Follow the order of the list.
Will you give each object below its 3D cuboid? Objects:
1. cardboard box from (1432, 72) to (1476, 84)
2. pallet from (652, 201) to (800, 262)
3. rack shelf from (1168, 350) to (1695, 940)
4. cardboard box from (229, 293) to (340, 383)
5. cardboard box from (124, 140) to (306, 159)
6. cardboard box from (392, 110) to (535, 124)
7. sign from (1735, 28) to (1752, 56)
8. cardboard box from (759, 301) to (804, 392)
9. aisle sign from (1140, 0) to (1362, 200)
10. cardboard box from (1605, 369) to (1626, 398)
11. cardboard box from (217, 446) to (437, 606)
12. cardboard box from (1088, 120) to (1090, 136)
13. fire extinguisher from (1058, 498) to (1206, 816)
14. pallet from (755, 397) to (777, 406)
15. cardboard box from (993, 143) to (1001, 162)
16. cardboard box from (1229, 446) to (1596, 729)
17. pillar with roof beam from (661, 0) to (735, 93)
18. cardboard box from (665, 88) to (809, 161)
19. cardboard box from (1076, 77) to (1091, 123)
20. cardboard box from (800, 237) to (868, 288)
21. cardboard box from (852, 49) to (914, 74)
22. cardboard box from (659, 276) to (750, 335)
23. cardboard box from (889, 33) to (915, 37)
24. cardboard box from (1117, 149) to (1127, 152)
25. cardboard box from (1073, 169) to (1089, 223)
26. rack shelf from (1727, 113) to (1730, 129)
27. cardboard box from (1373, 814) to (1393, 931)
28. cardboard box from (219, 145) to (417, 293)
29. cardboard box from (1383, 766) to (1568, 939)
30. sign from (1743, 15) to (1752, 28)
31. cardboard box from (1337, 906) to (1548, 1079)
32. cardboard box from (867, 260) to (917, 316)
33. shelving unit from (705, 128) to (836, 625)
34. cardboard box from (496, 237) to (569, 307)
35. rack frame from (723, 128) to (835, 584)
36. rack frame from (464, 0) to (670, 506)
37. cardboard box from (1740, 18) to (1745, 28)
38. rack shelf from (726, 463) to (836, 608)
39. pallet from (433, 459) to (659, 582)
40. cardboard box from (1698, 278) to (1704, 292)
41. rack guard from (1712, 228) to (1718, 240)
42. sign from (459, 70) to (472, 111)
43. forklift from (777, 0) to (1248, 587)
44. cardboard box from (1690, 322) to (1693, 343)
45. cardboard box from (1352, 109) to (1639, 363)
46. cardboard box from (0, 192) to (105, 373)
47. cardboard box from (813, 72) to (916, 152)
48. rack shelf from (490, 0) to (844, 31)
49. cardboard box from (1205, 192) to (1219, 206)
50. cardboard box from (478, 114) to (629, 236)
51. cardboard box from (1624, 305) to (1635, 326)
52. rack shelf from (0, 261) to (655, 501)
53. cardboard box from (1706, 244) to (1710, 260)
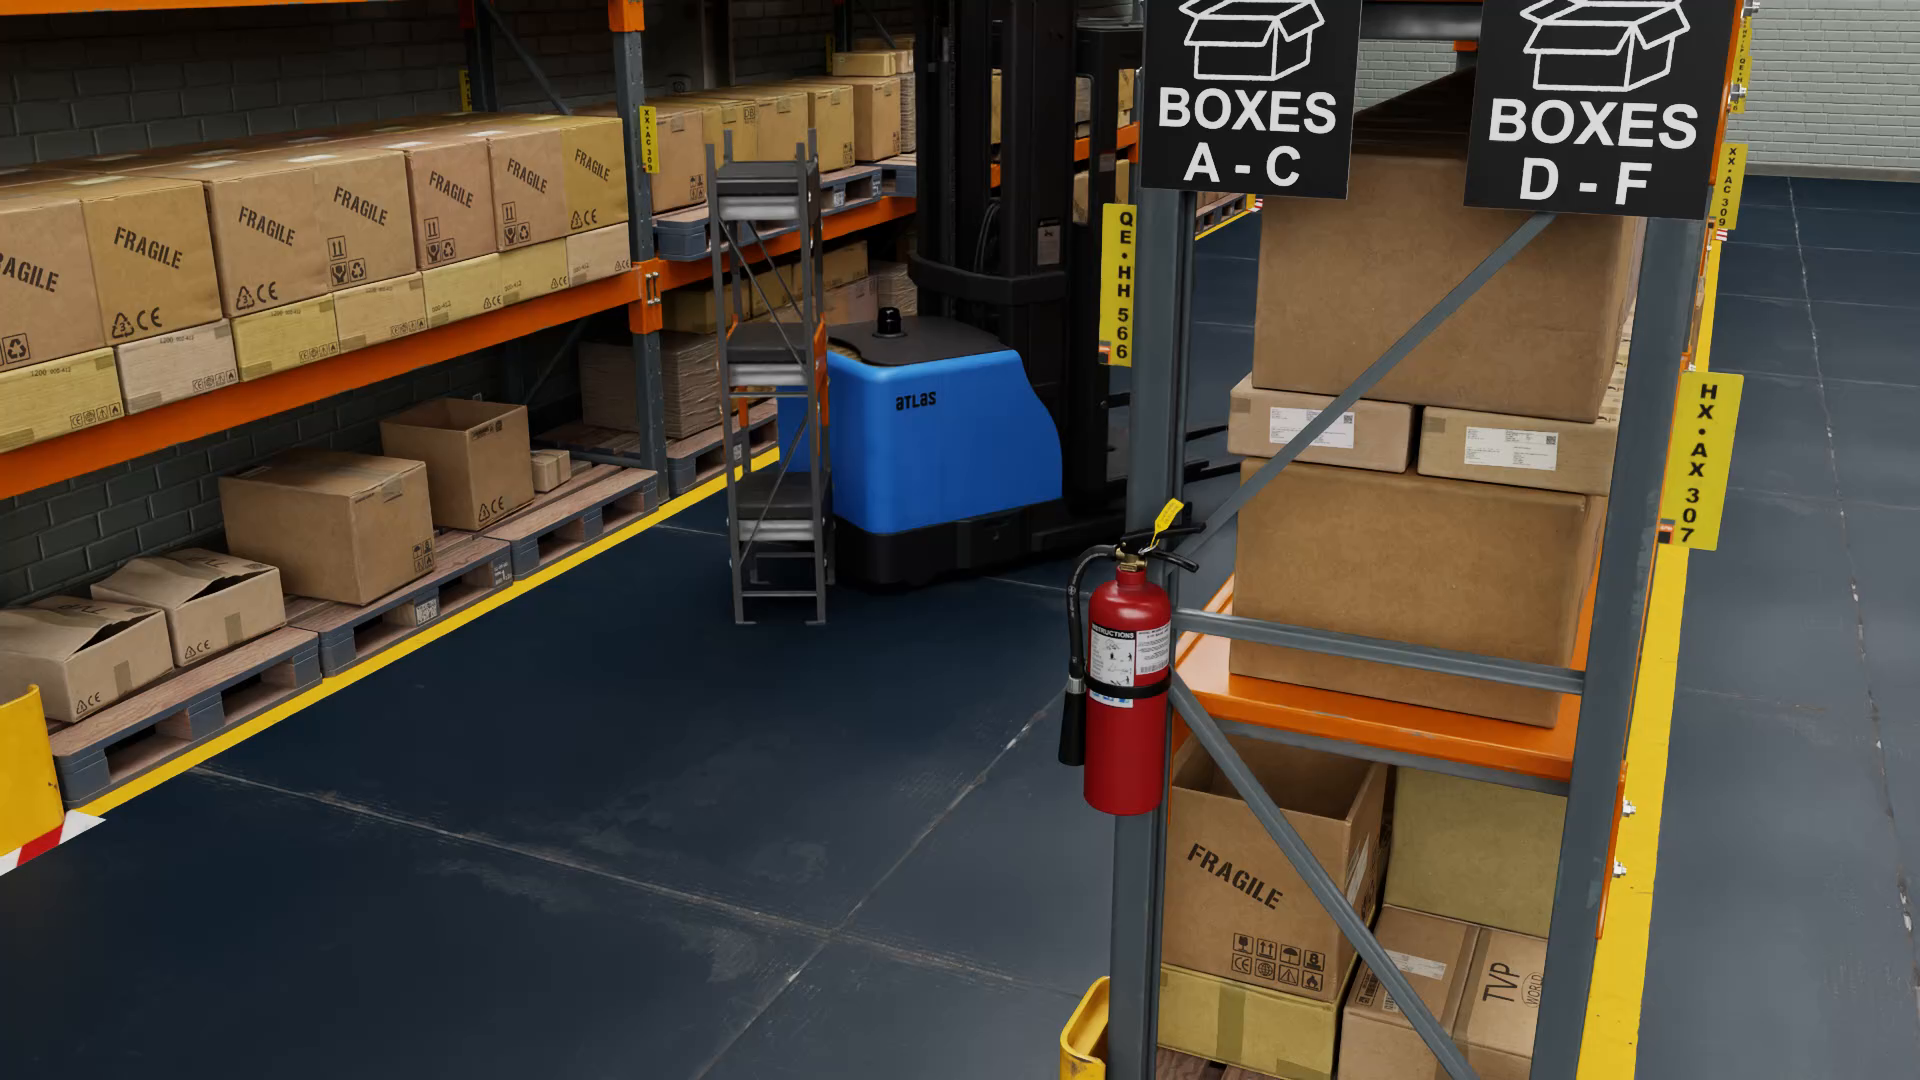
[{"bbox_3d":[1.871,-1.211,5.311,0.700,0.500,0.500,9,21,23],"label":"cardboard box"},{"bbox_3d":[-1.617,-1.798,9.335,1.003,0.211,1.213,9,21,23],"label":"pallet"},{"bbox_3d":[1.639,-0.046,5.196,1.077,0.370,4.000,9,21,23],"label":"rack shelf"},{"bbox_3d":[-2.797,-0.812,6.470,0.500,0.250,0.500,8,21,22],"label":"cardboard box"},{"bbox_3d":[-3.072,-1.383,6.955,0.500,0.500,0.500,9,21,23],"label":"cardboard box"},{"bbox_3d":[-2.445,-1.852,8.275,0.500,0.500,0.500,8,21,21],"label":"cardboard box"},{"bbox_3d":[6.242,-3.913,13.266,0.100,0.325,0.005,9,21,23],"label":"sign"},{"bbox_3d":[-1.365,-1.247,10.573,0.700,0.500,0.500,9,21,23],"label":"cardboard box"},{"bbox_3d":[0.526,-1.019,2.977,0.394,0.787,0.004,9,21,23],"label":"aisle sign"},{"bbox_3d":[1.283,-0.298,3.713,0.380,0.149,0.250,8,21,21],"label":"cardboard box"},{"bbox_3d":[-2.756,-0.073,7.271,0.700,0.500,0.500,7,21,19],"label":"cardboard box"},{"bbox_3d":[1.050,-3.627,14.537,0.380,0.149,0.250,9,21,23],"label":"cardboard box"},{"bbox_3d":[0.348,0.235,3.447,0.296,0.674,0.183,9,21,23],"label":"fire extinguisher"},{"bbox_3d":[-1.247,-0.974,10.892,1.003,0.211,1.213,9,21,23],"label":"pallet"},{"bbox_3d":[0.219,-3.003,12.782,0.380,0.149,0.250,9,22,24],"label":"cardboard box"},{"bbox_3d":[1.023,0.038,3.736,0.700,0.500,0.500,9,21,23],"label":"cardboard box"},{"bbox_3d":[2.182,-4.855,8.691,9.100,9.000,0.400,9,21,23],"label":"pillar with roof beam"},{"bbox_3d":[-1.346,-2.456,10.092,0.700,0.500,0.500,12,23,30],"label":"cardboard box"},{"bbox_3d":[0.841,-3.832,14.144,0.500,0.500,0.500,9,21,23],"label":"cardboard box"},{"bbox_3d":[-0.962,-1.888,11.255,0.500,0.250,0.500,9,21,24],"label":"cardboard box"},{"bbox_3d":[-0.538,-3.348,11.633,0.380,0.149,0.250,6,20,16],"label":"cardboard box"},{"bbox_3d":[-1.599,-1.420,9.941,0.500,0.250,0.500,8,21,22],"label":"cardboard box"},{"bbox_3d":[-0.260,-3.780,12.879,0.500,0.250,0.500,8,21,21],"label":"cardboard box"},{"bbox_3d":[1.798,-3.963,17.271,0.380,0.149,0.250,9,21,23],"label":"cardboard box"},{"bbox_3d":[0.705,-2.817,14.495,0.750,0.750,0.750,9,22,24],"label":"cardboard box"},{"bbox_3d":[6.553,-3.715,15.511,1.077,0.370,4.000,9,21,23],"label":"rack shelf"},{"bbox_3d":[0.964,0.965,4.756,0.500,0.250,0.500,9,21,23],"label":"cardboard box"},{"bbox_3d":[-2.601,-1.315,6.766,0.500,0.500,0.500,9,22,24],"label":"cardboard box"},{"bbox_3d":[1.446,0.684,4.426,0.500,0.500,0.500,9,21,23],"label":"cardboard box"},{"bbox_3d":[7.870,-5.277,16.631,0.100,0.325,0.005,9,21,23],"label":"sign"},{"bbox_3d":[1.243,1.190,4.121,0.500,0.250,0.500,9,21,23],"label":"cardboard box"},{"bbox_3d":[-0.672,-1.700,11.847,0.700,0.500,0.500,9,21,23],"label":"cardboard box"},{"bbox_3d":[-0.807,-0.695,7.274,0.431,2.100,0.503,0,20,1],"label":"shelving unit"},{"bbox_3d":[-2.191,-1.276,7.775,0.500,0.250,0.500,9,21,23],"label":"cardboard box"},{"bbox_3d":[-0.803,-0.780,7.503,0.400,2.100,0.015,0,20,1],"label":"rack frame"},{"bbox_3d":[-2.062,-1.675,8.702,1.000,3.000,0.127,9,21,23],"label":"rack frame"},{"bbox_3d":[6.184,-4.066,13.783,0.500,0.500,0.500,9,22,24],"label":"cardboard box"},{"bbox_3d":[-0.798,-0.026,7.520,0.431,0.518,0.480,0,20,1],"label":"rack shelf"},{"bbox_3d":[-2.305,-0.151,8.579,1.003,0.211,1.213,9,21,23],"label":"pallet"},{"bbox_3d":[4.753,-1.510,11.311,0.500,0.500,0.500,8,21,21],"label":"cardboard box"},{"bbox_3d":[7.341,-3.464,17.463,1.175,0.500,0.348,9,21,23],"label":"rack guard"},{"bbox_3d":[-2.570,-2.296,8.719,0.100,0.325,0.005,9,21,23],"label":"sign"},{"bbox_3d":[0.595,-1.521,8.371,3.031,2.935,1.130,-12,23,-31],"label":"forklift"},{"bbox_3d":[4.107,-1.192,9.984,0.500,0.311,0.500,9,22,24],"label":"cardboard box"},{"bbox_3d":[1.255,-0.751,4.018,0.700,0.500,0.500,8,21,21],"label":"cardboard box"},{"bbox_3d":[-3.231,-0.849,5.455,0.500,0.500,0.500,9,21,23],"label":"cardboard box"},{"bbox_3d":[-0.608,-3.007,11.642,0.700,0.500,0.500,6,20,16],"label":"cardboard box"},{"bbox_3d":[-1.243,-3.361,10.039,1.077,0.370,4.000,9,21,23],"label":"rack shelf"},{"bbox_3d":[2.451,-3.983,18.295,0.700,0.500,0.500,8,21,23],"label":"cardboard box"},{"bbox_3d":[-1.974,-1.780,8.073,0.500,0.500,0.500,8,21,23],"label":"cardboard box"},{"bbox_3d":[1.599,-0.533,4.373,0.380,0.149,0.250,8,21,21],"label":"cardboard box"},{"bbox_3d":[-2.881,-0.725,7.104,1.077,0.370,4.000,9,21,23],"label":"rack shelf"},{"bbox_3d":[5.378,-1.978,12.629,0.500,0.500,0.500,9,21,23],"label":"cardboard box"}]
